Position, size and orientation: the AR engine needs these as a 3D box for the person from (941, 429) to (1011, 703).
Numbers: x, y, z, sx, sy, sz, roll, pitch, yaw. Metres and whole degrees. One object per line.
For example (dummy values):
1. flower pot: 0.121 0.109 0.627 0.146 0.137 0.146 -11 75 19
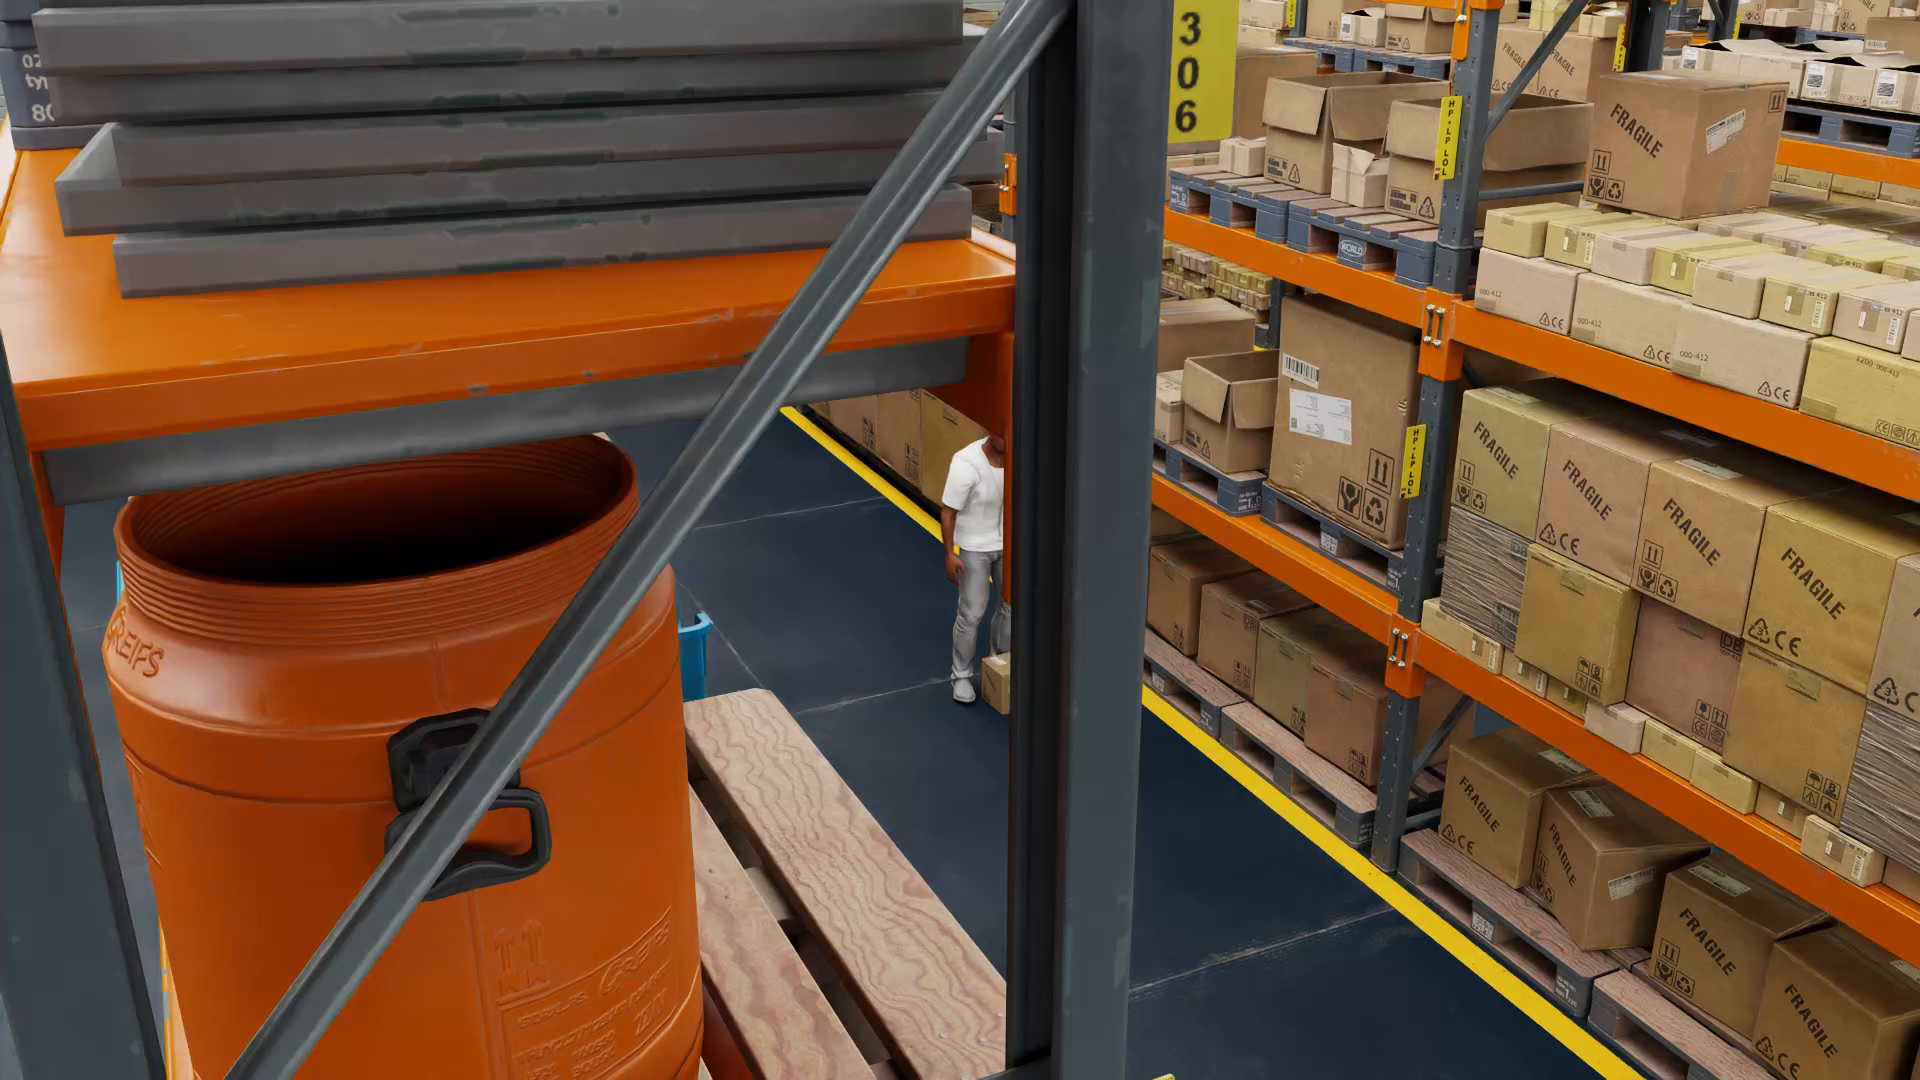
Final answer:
1. person: 0.190 0.044 9.457 0.637 1.760 0.461 -11 24 -25
